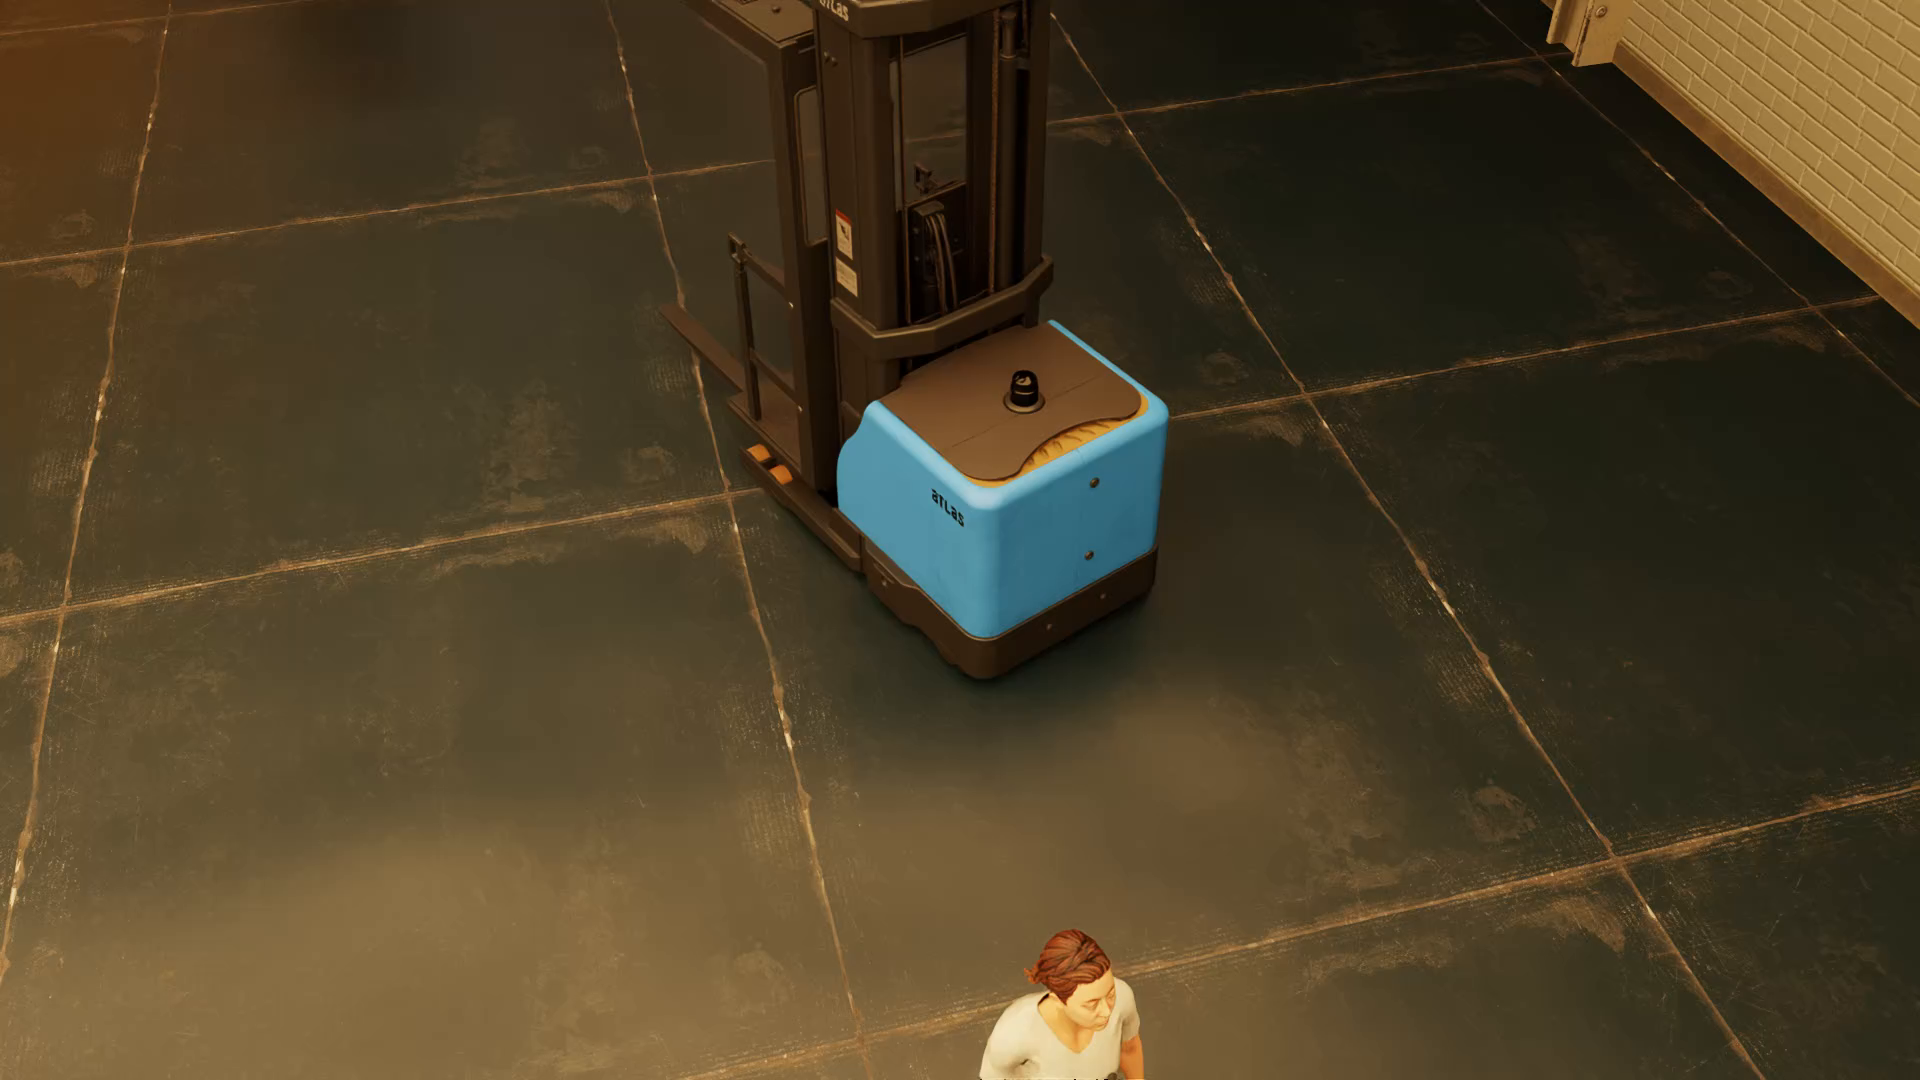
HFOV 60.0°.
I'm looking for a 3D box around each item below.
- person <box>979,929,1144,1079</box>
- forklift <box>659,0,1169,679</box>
[{"bbox_3d":[0.320,1.724,4.737,0.526,1.684,0.512,-19,47,-19],"label":"person"},{"bbox_3d":[-0.411,-1.440,7.169,1.130,2.935,3.031,-27,50,-26],"label":"forklift"}]
